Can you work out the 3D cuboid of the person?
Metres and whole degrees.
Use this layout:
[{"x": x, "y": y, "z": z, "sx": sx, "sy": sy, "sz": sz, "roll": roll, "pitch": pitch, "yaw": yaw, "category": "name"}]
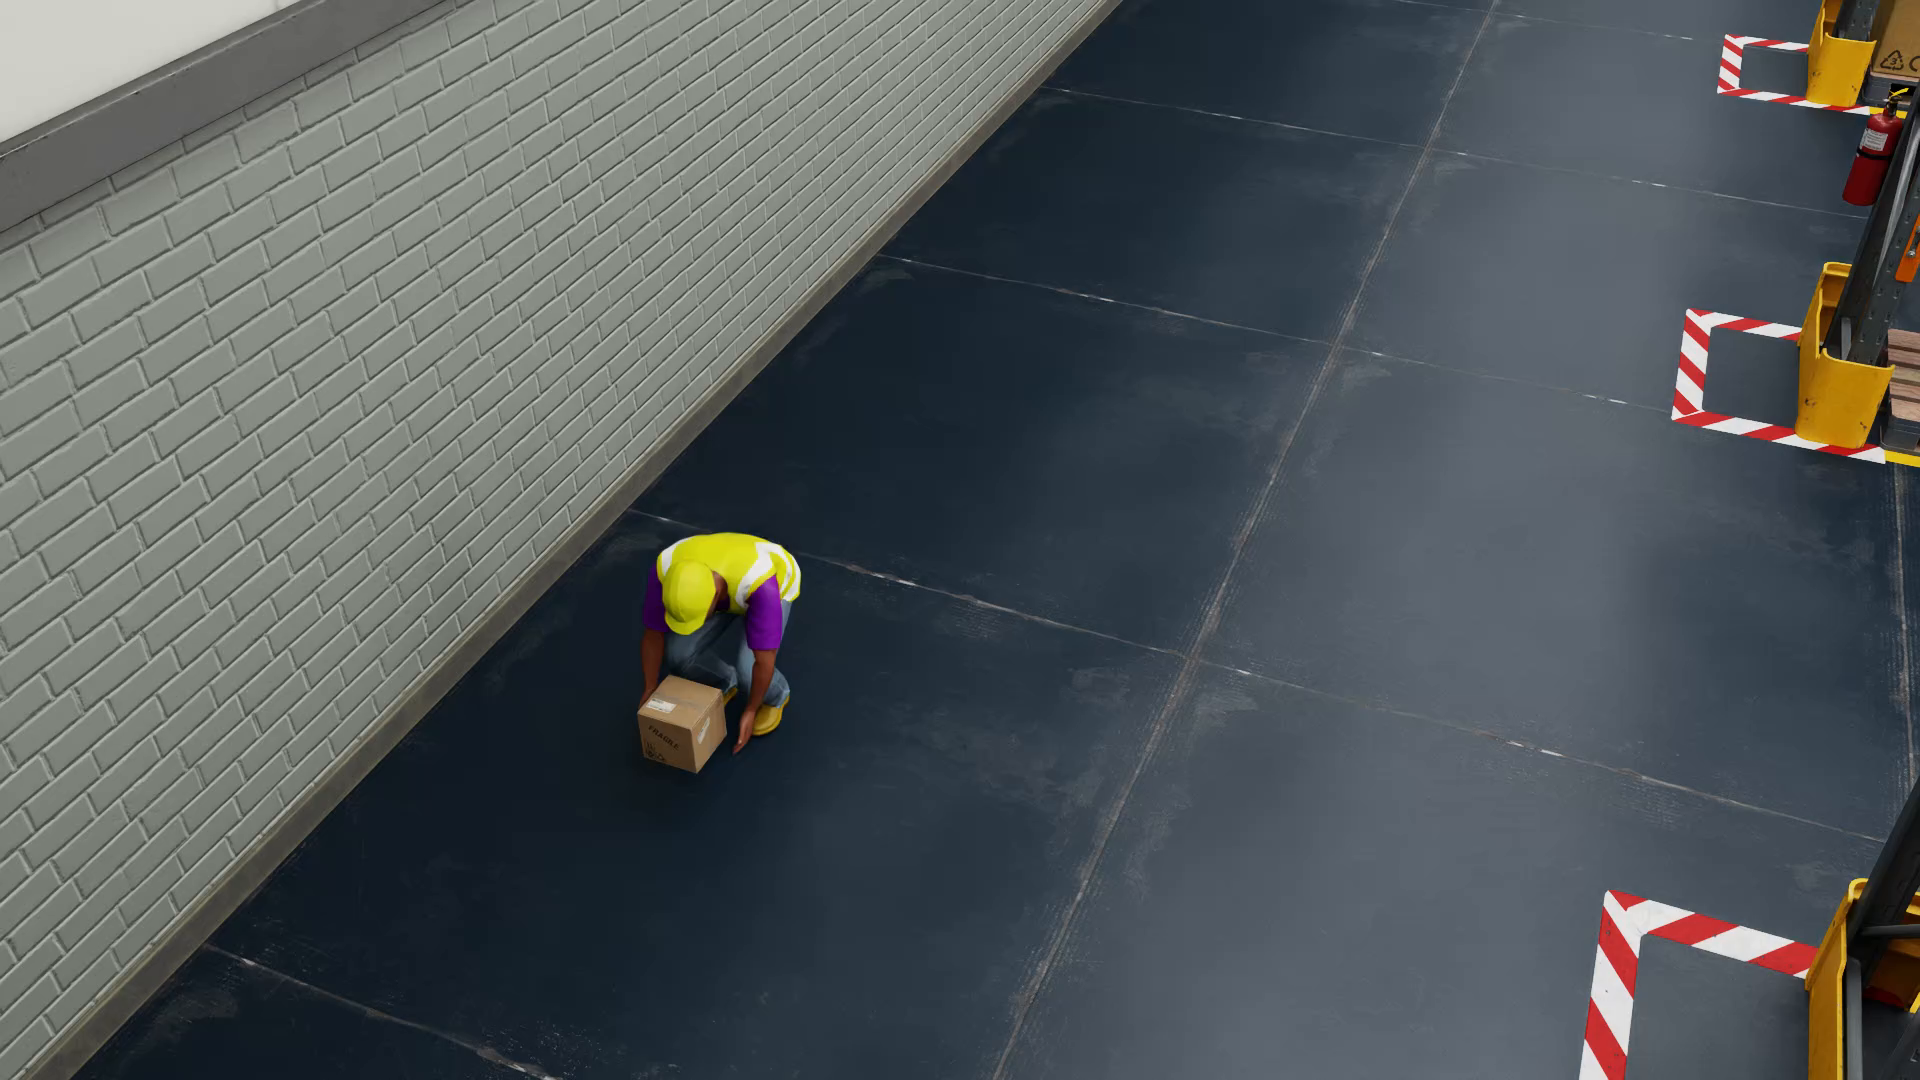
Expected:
[{"x": -0.942, "y": 0.359, "z": 6.873, "sx": 0.603, "sy": 1.111, "sz": 0.860, "roll": 14, "pitch": 39, "yaw": 18, "category": "person"}]
